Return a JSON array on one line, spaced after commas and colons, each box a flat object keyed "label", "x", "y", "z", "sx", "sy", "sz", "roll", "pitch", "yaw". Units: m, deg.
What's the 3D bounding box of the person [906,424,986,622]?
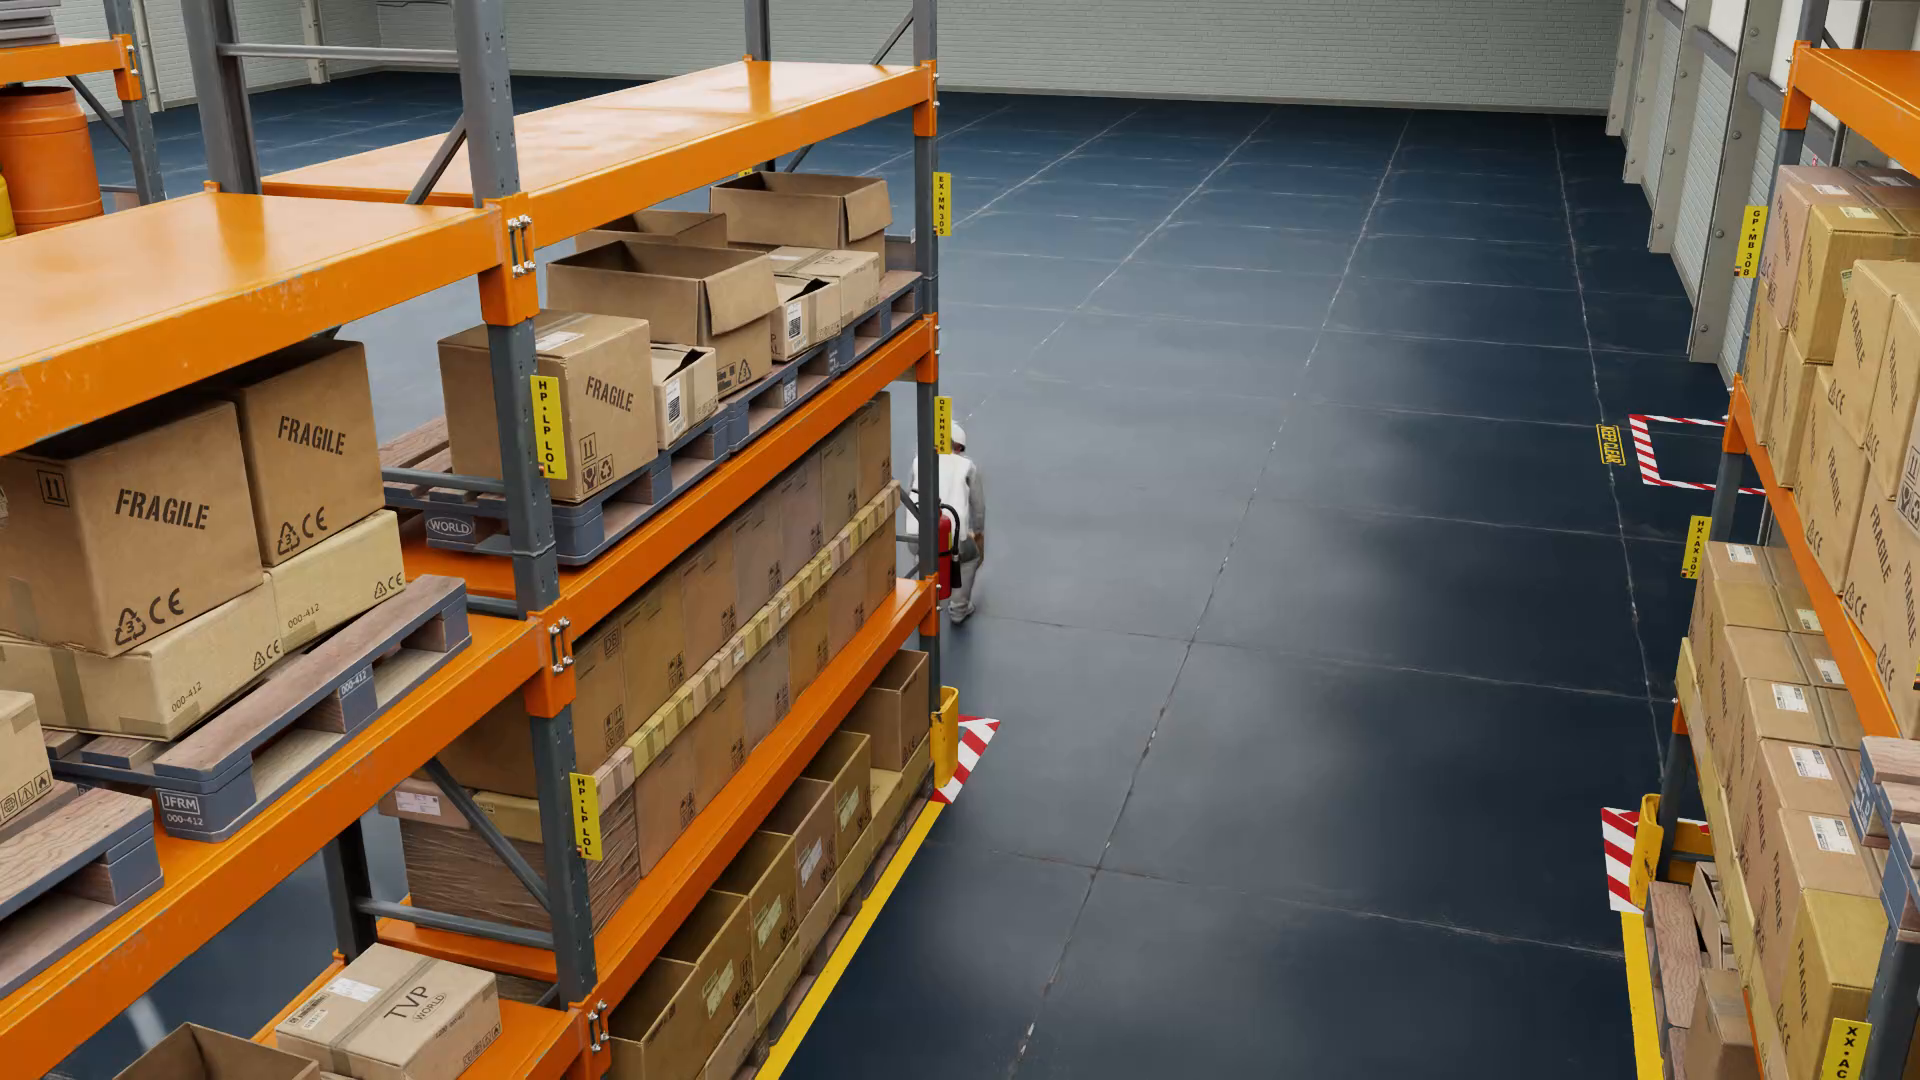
[{"label": "person", "x": -0.136, "y": -0.107, "z": 11.918, "sx": 0.588, "sy": 1.333, "sz": 0.810, "roll": 6, "pitch": 23, "yaw": 16}]
